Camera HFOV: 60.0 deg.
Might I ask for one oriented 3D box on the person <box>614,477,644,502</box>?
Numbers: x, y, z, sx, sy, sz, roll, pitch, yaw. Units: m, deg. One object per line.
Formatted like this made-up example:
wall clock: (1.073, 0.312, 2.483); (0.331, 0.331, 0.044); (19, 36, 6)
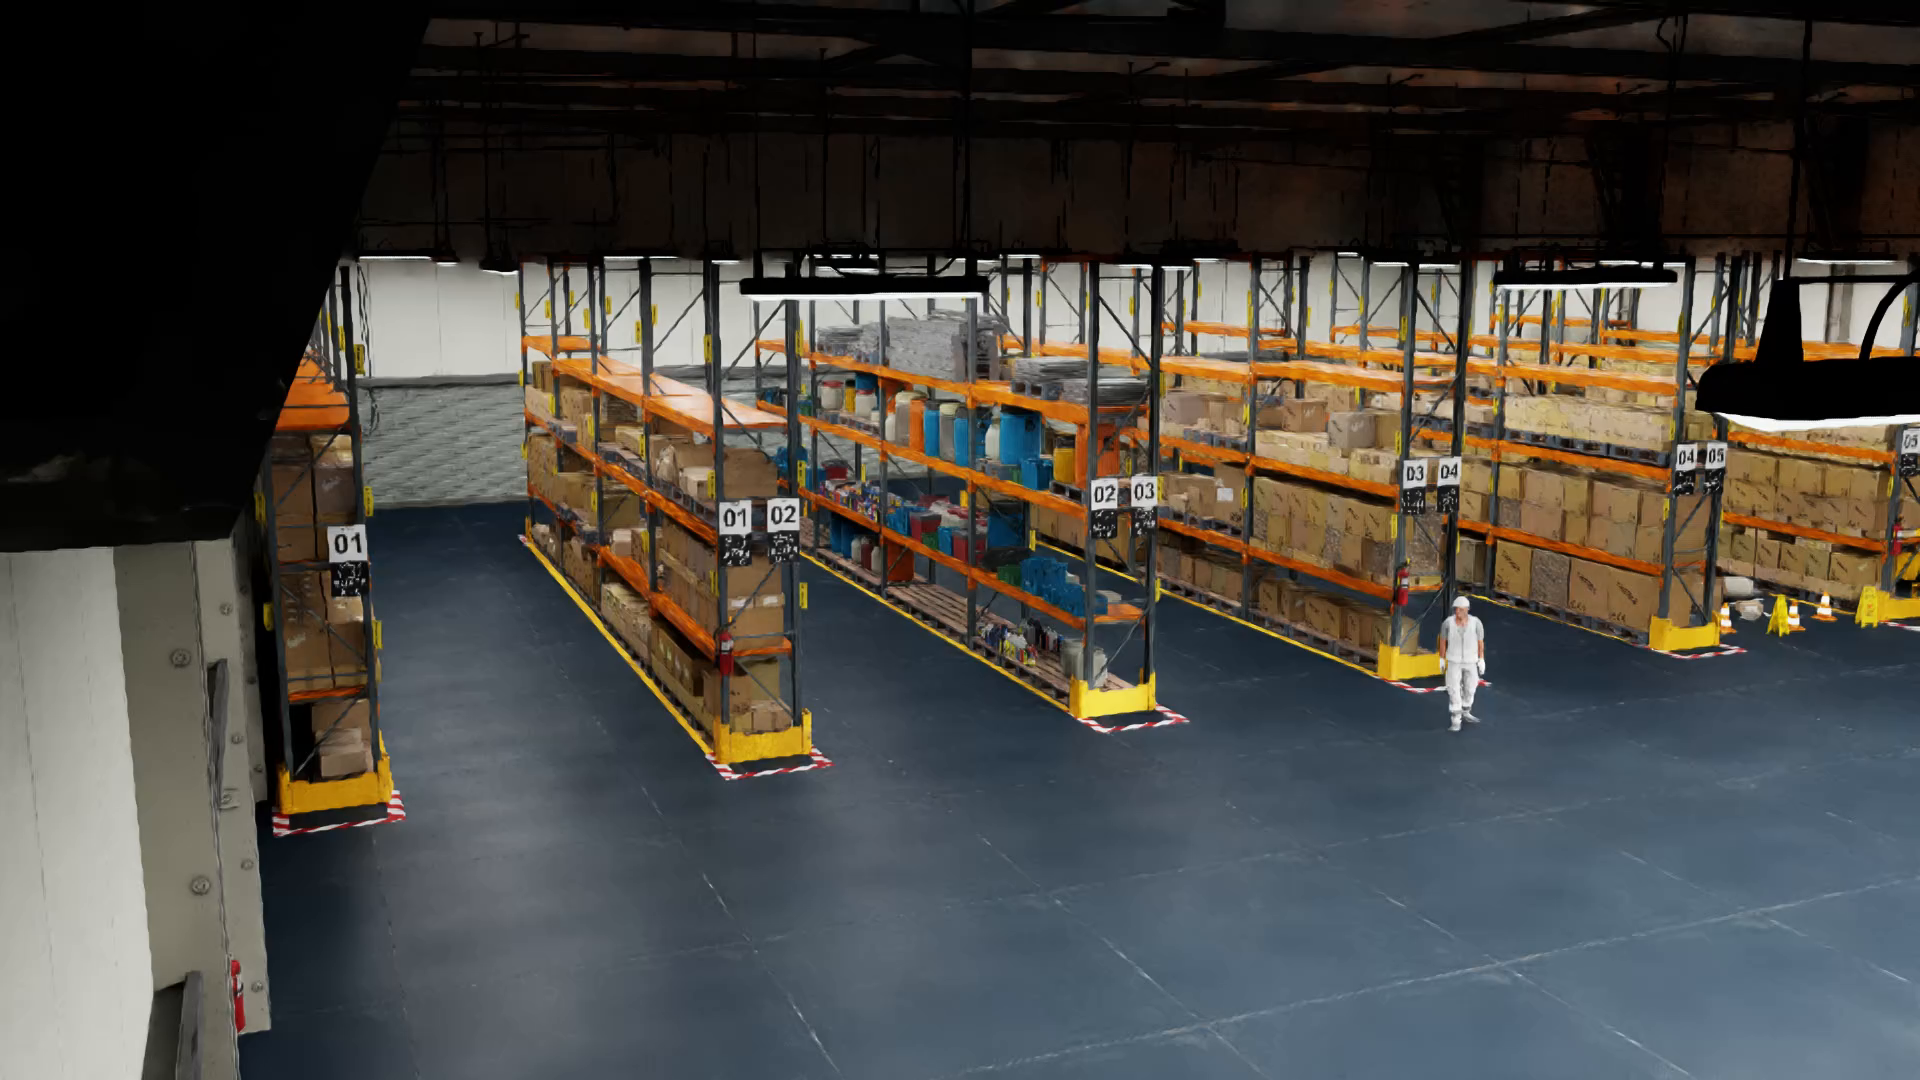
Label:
person: (-7.110, -0.995, 35.721); (0.591, 1.716, 1.042); (-4, 11, -23)

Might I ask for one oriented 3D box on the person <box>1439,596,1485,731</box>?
person: (6.516, 1.567, 21.582); (0.579, 1.775, 0.569); (2, 11, 13)
